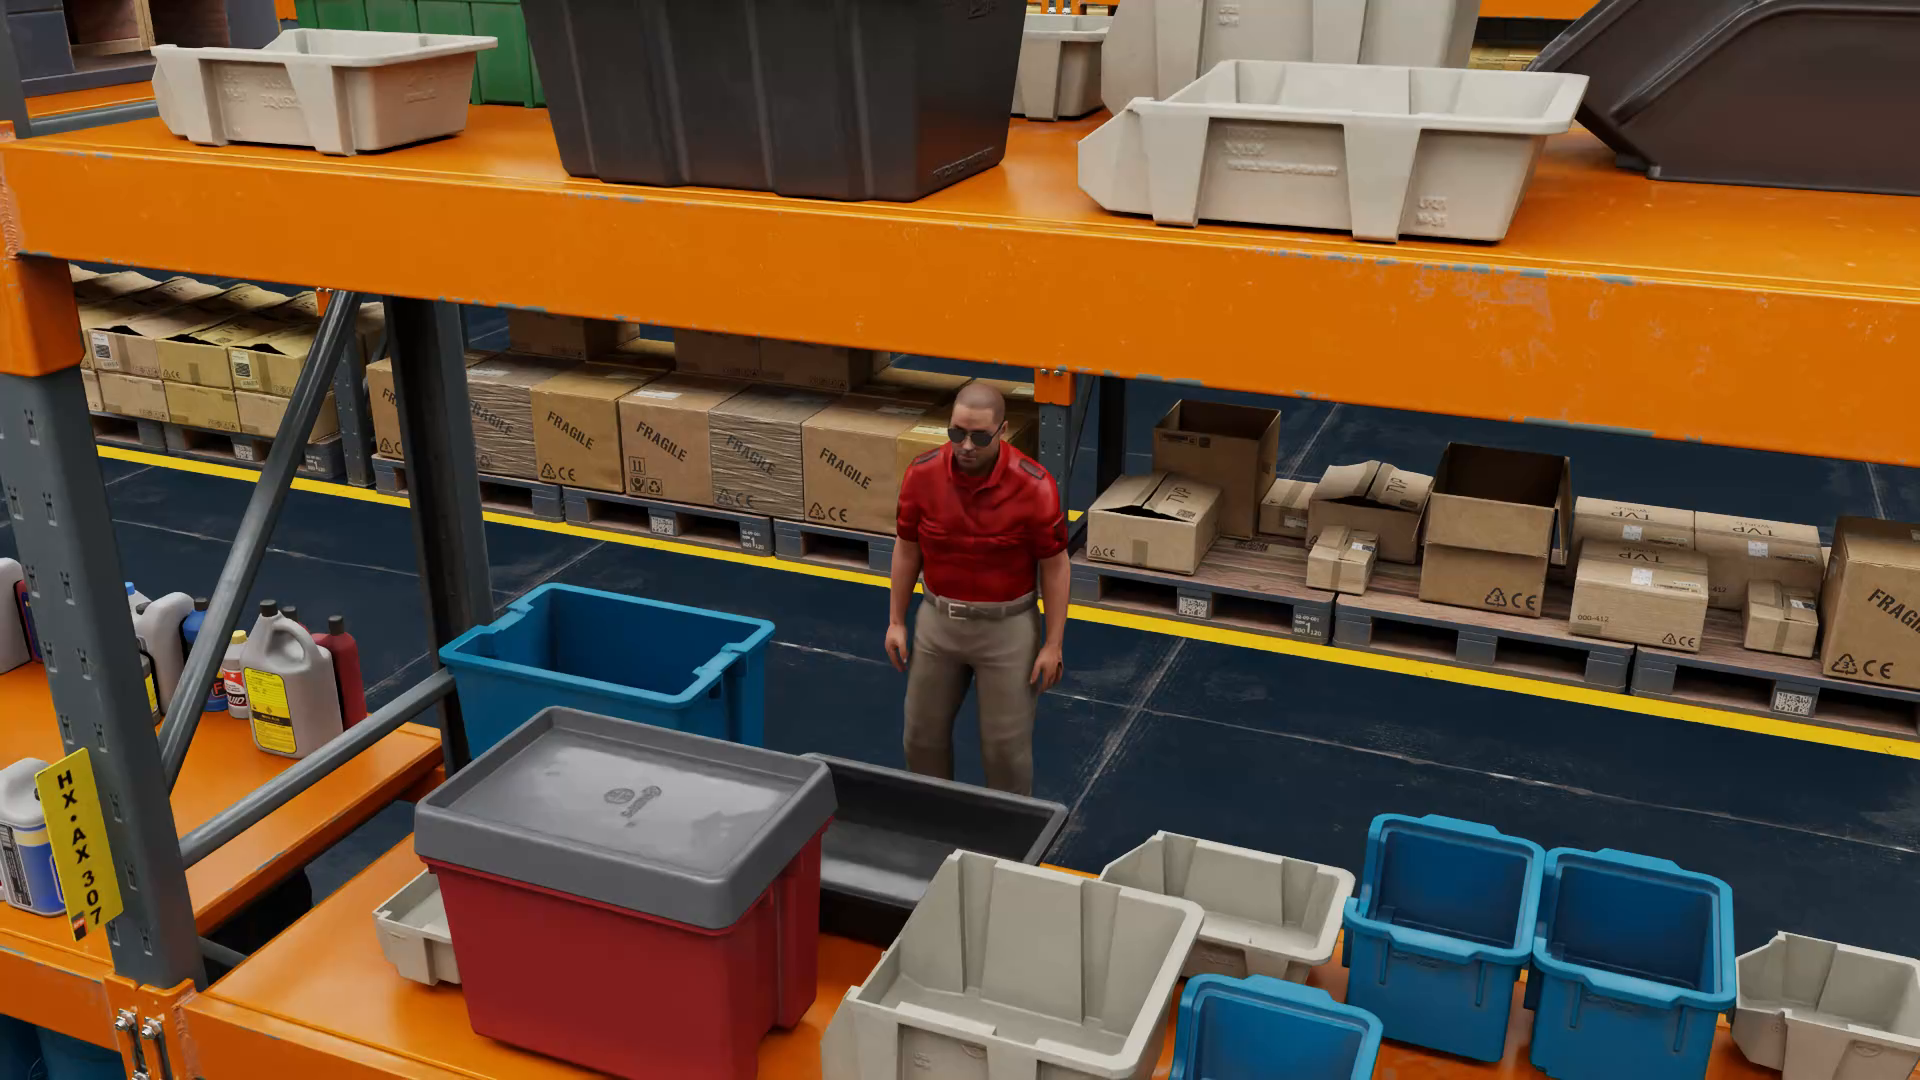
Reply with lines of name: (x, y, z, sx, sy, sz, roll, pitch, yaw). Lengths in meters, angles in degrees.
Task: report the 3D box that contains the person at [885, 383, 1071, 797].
person: (0.043, 0.314, 5.339, 0.606, 1.727, 0.399, 7, 23, 17)
